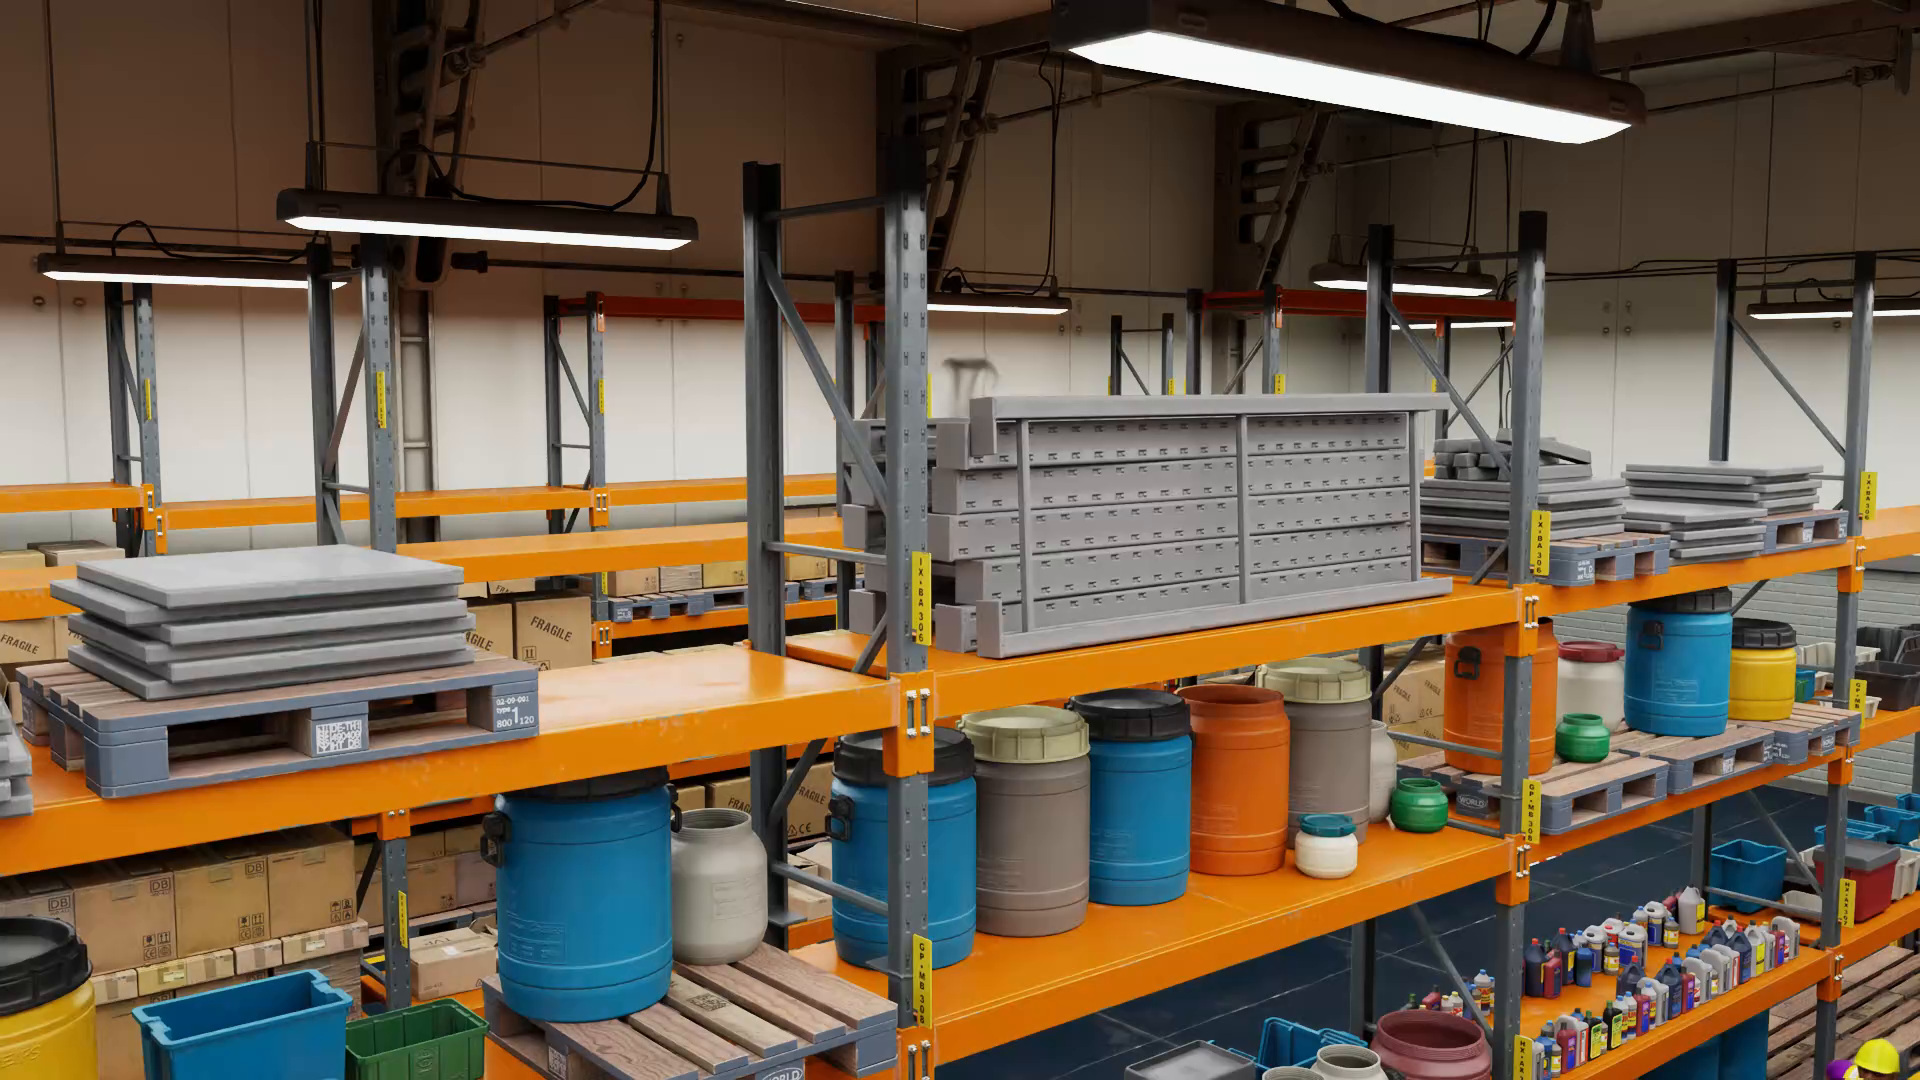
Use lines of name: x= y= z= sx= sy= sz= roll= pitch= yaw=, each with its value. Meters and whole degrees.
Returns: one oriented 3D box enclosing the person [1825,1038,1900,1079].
person: x=4.927 y=3.455 z=8.884 sx=0.684 sy=1.730 sz=0.925 roll=5 pitch=7 yaw=41
